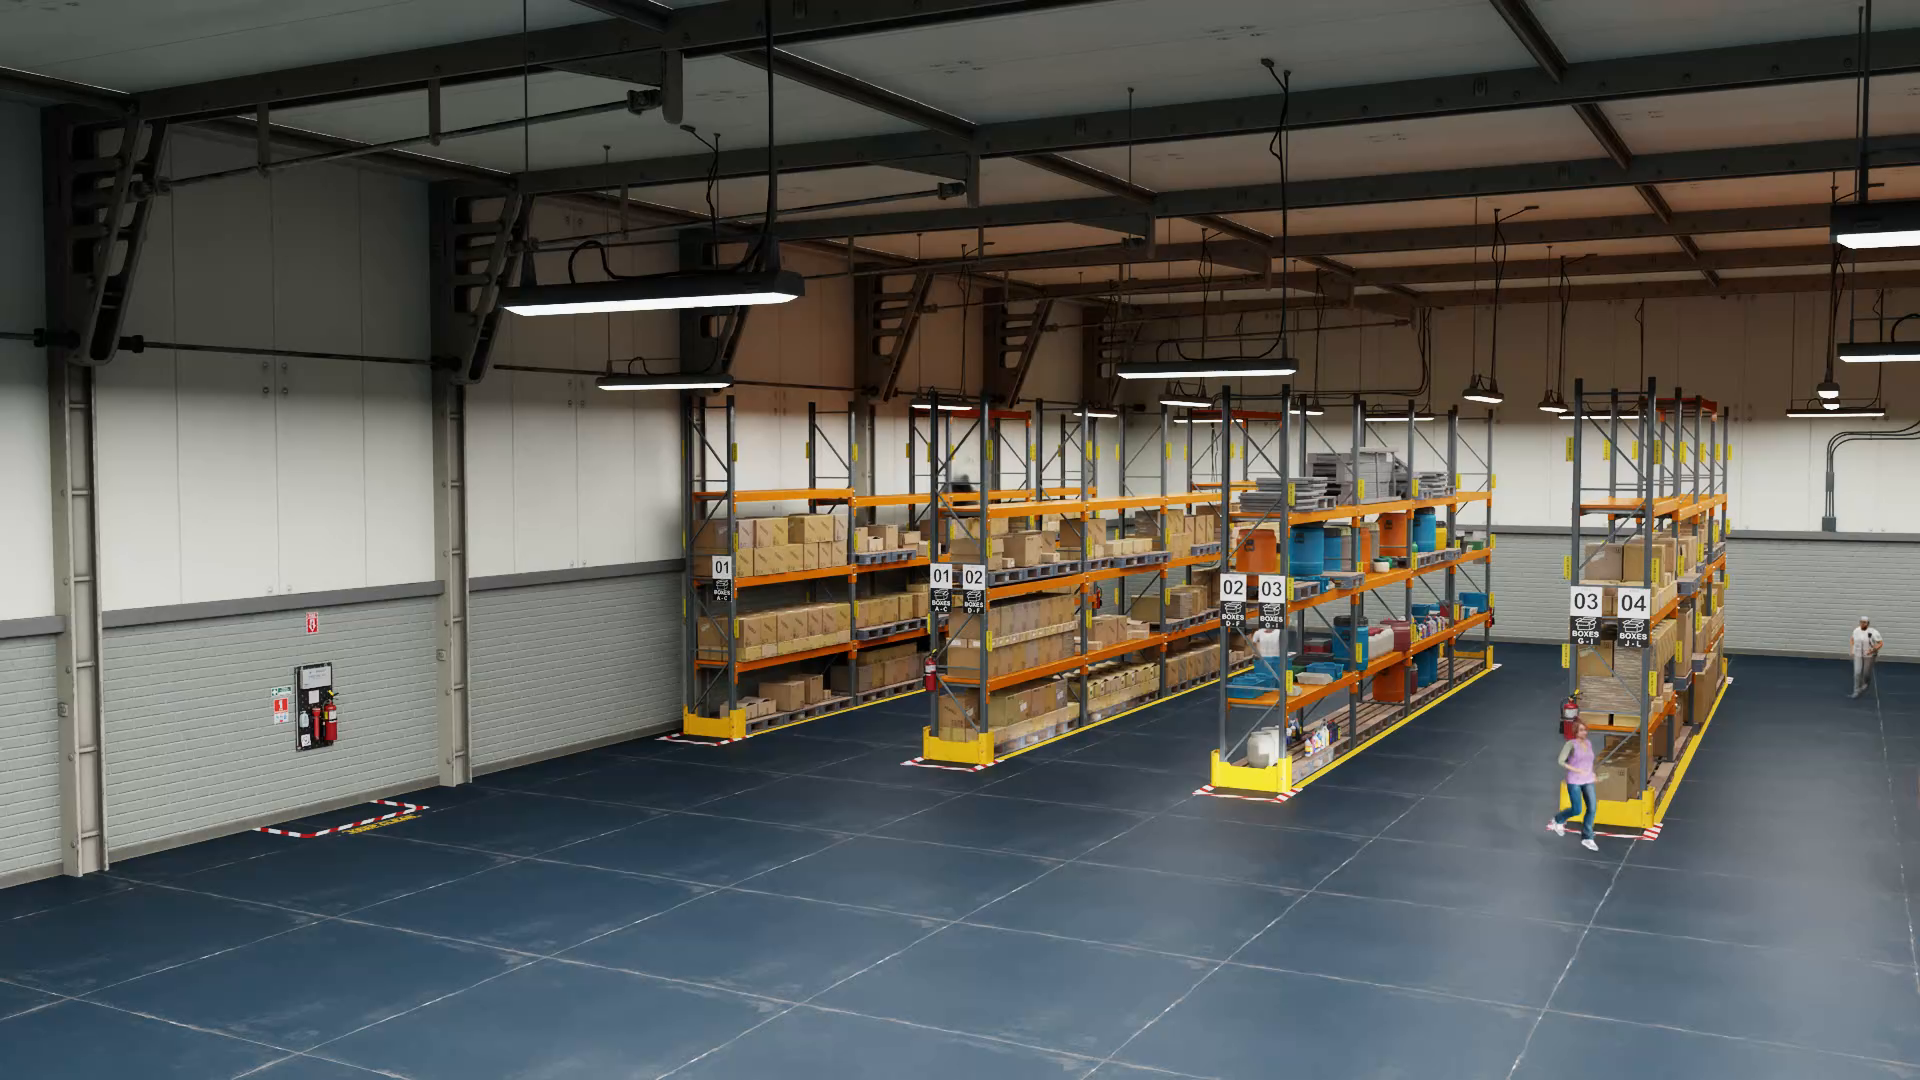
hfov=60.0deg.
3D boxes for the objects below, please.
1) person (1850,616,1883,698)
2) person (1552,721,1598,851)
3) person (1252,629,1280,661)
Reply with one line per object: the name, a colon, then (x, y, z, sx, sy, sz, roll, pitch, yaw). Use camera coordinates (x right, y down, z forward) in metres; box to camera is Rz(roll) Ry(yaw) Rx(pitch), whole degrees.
person: (18.568, 2.392, 34.081, 0.620, 1.670, 0.730, 3, 4, 40)
person: (7.852, 3.101, 21.164, 0.549, 1.596, 0.719, -1, 3, -18)
person: (6.180, 2.369, 33.398, 0.697, 1.724, 0.590, 1, 3, 23)
